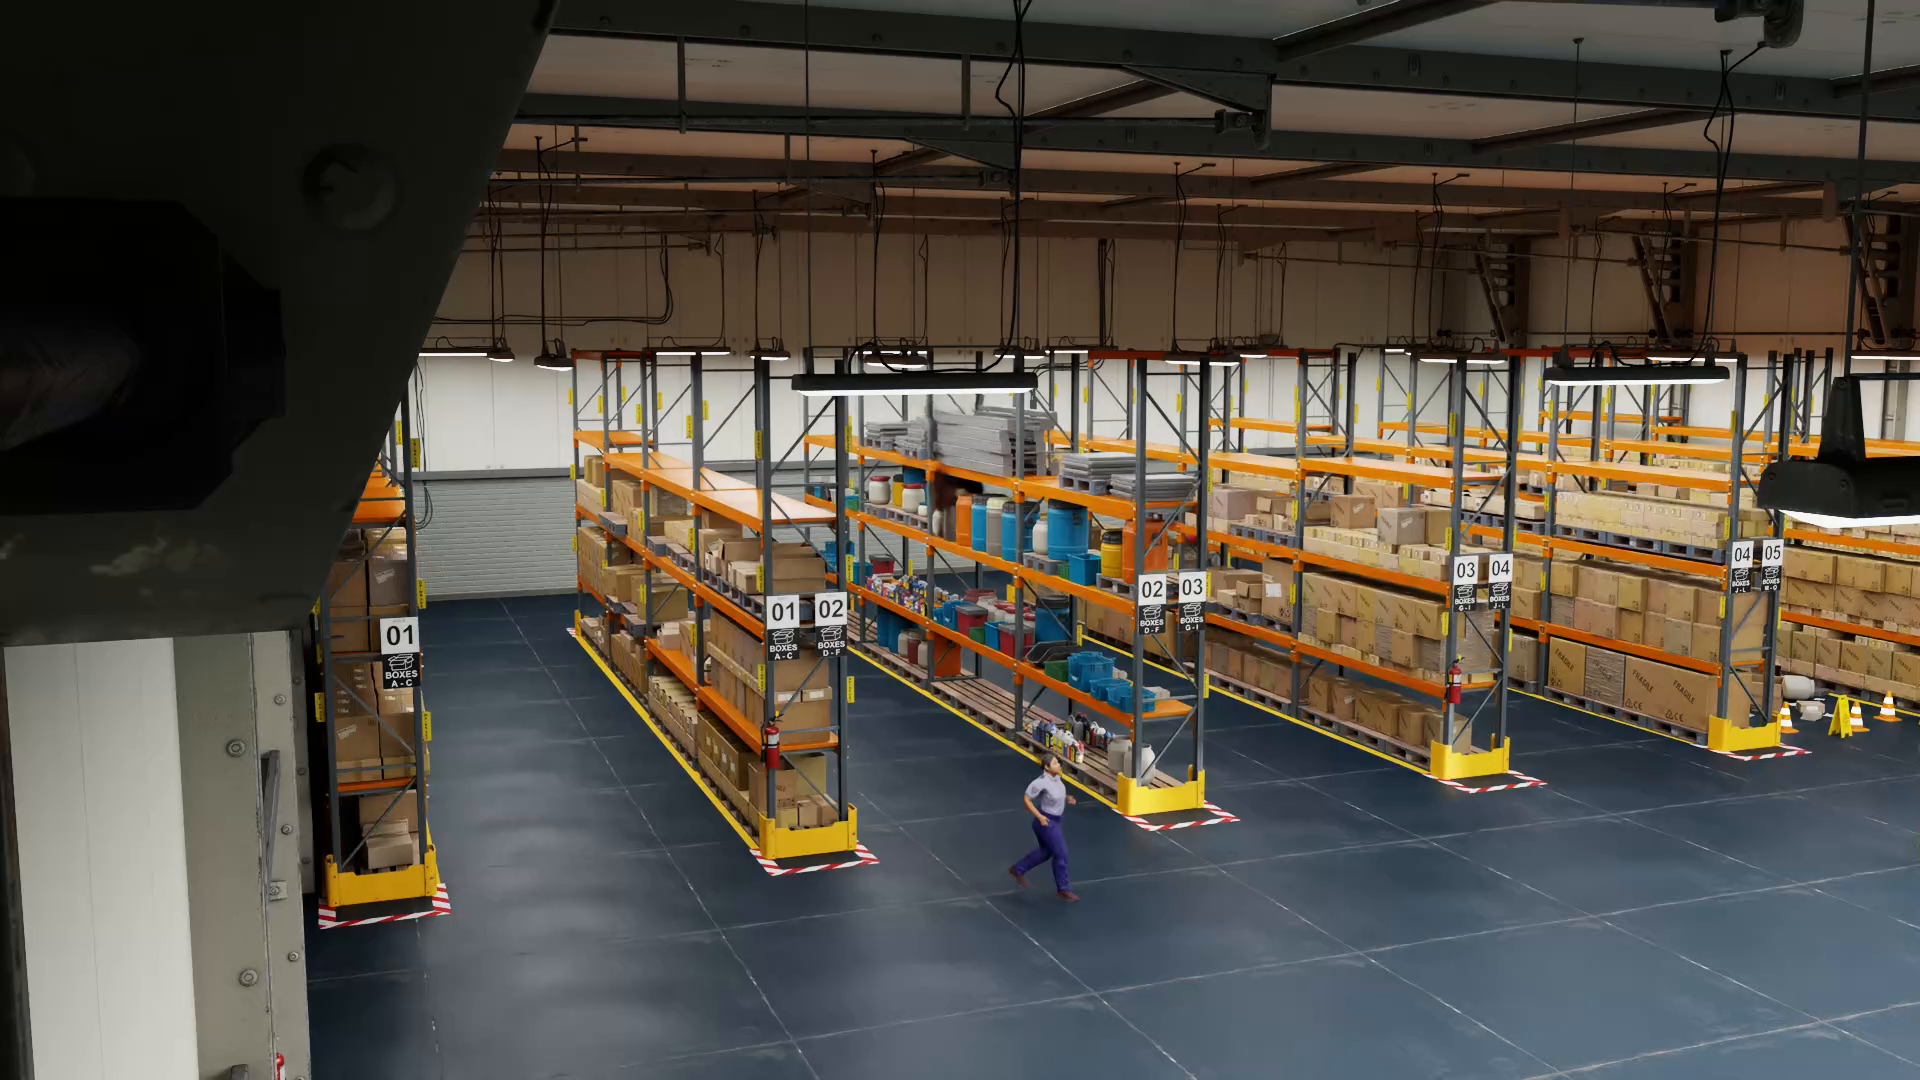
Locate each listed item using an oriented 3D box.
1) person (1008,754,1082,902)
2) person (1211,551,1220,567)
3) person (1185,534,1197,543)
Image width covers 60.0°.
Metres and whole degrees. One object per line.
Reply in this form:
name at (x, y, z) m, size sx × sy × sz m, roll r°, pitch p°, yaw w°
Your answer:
person at (0.975, 3.206, 18.699) m, size 0.843 × 1.669 × 0.592 m, roll 2°, pitch 7°, yaw 16°
person at (6.543, 0.300, 41.666) m, size 0.567 × 1.713 × 0.711 m, roll 3°, pitch 8°, yaw 20°
person at (5.804, 0.362, 41.408) m, size 0.681 × 1.713 × 0.700 m, roll -2°, pitch 8°, yaw -19°
